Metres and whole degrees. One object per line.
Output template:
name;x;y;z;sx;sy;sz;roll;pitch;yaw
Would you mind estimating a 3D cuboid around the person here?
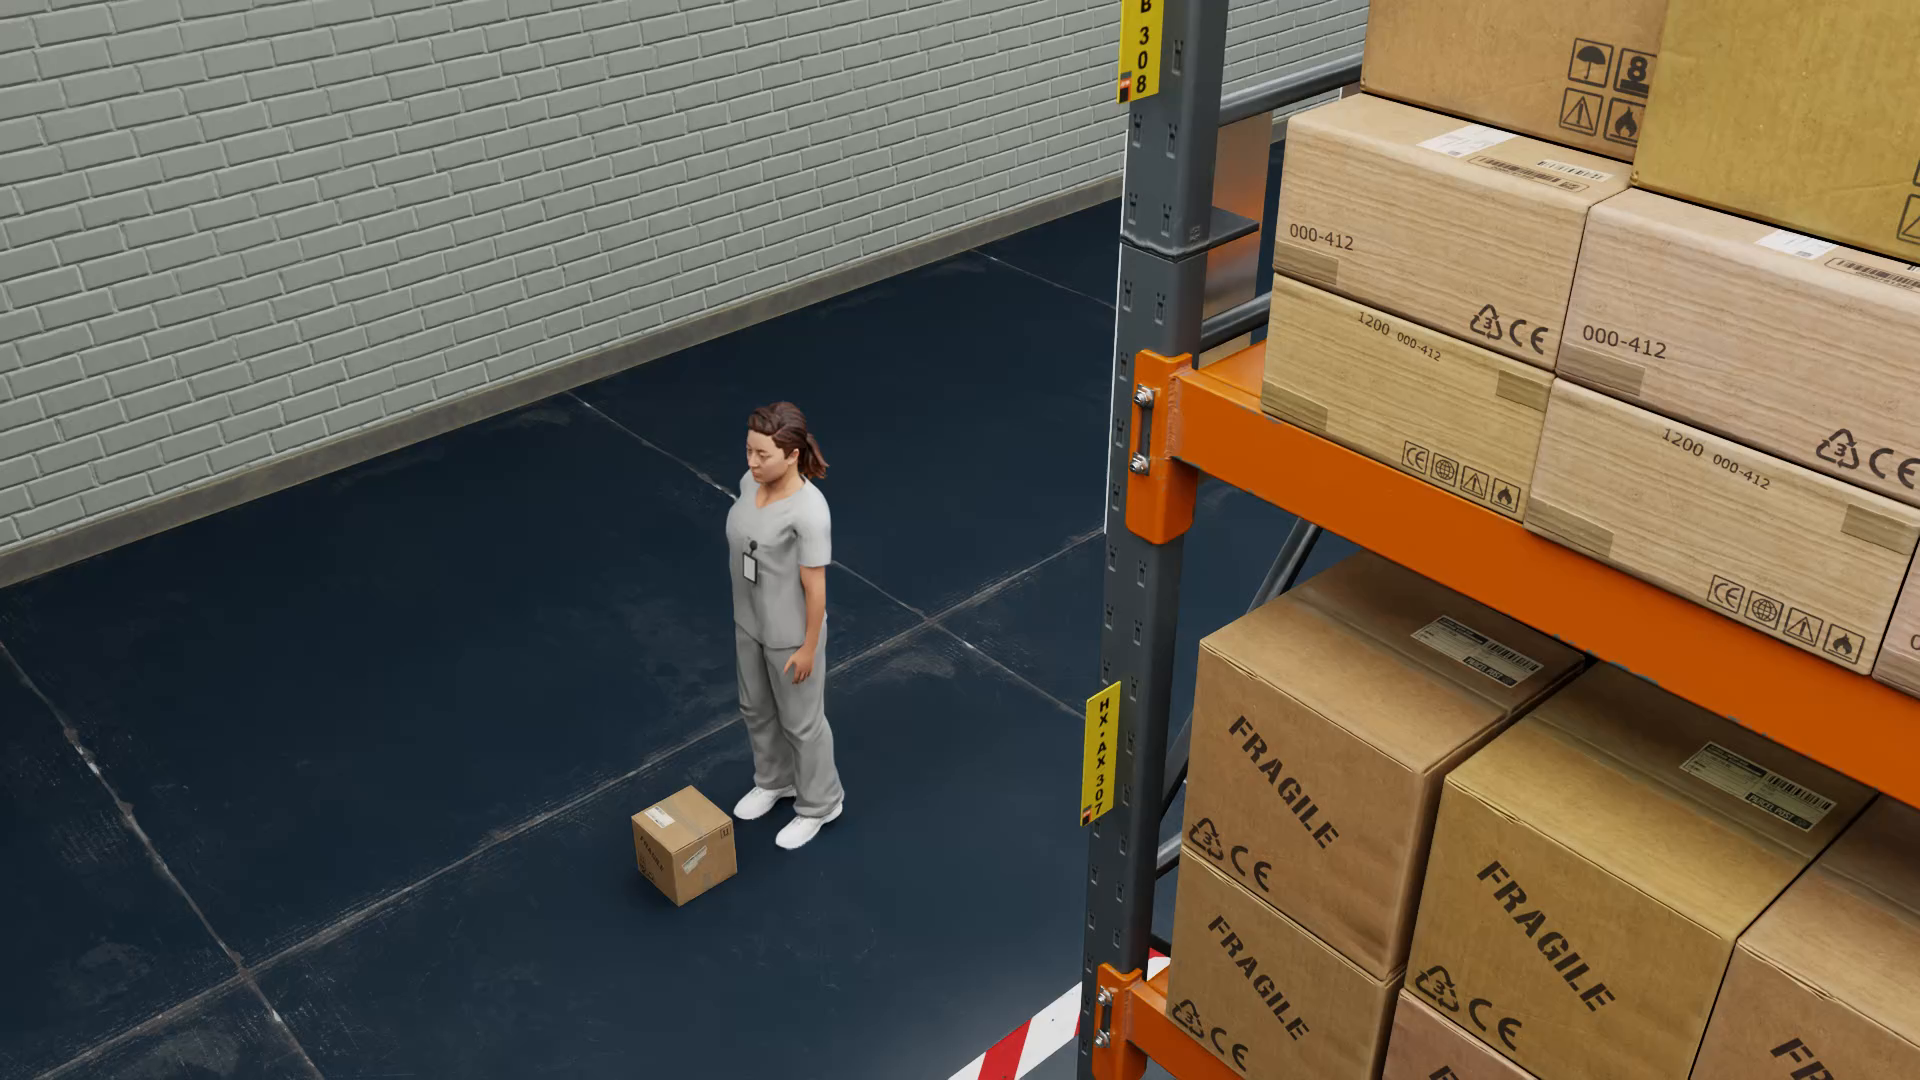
person;-0.605;0.320;5.680;0.370;1.629;0.440;-25;40;-34
